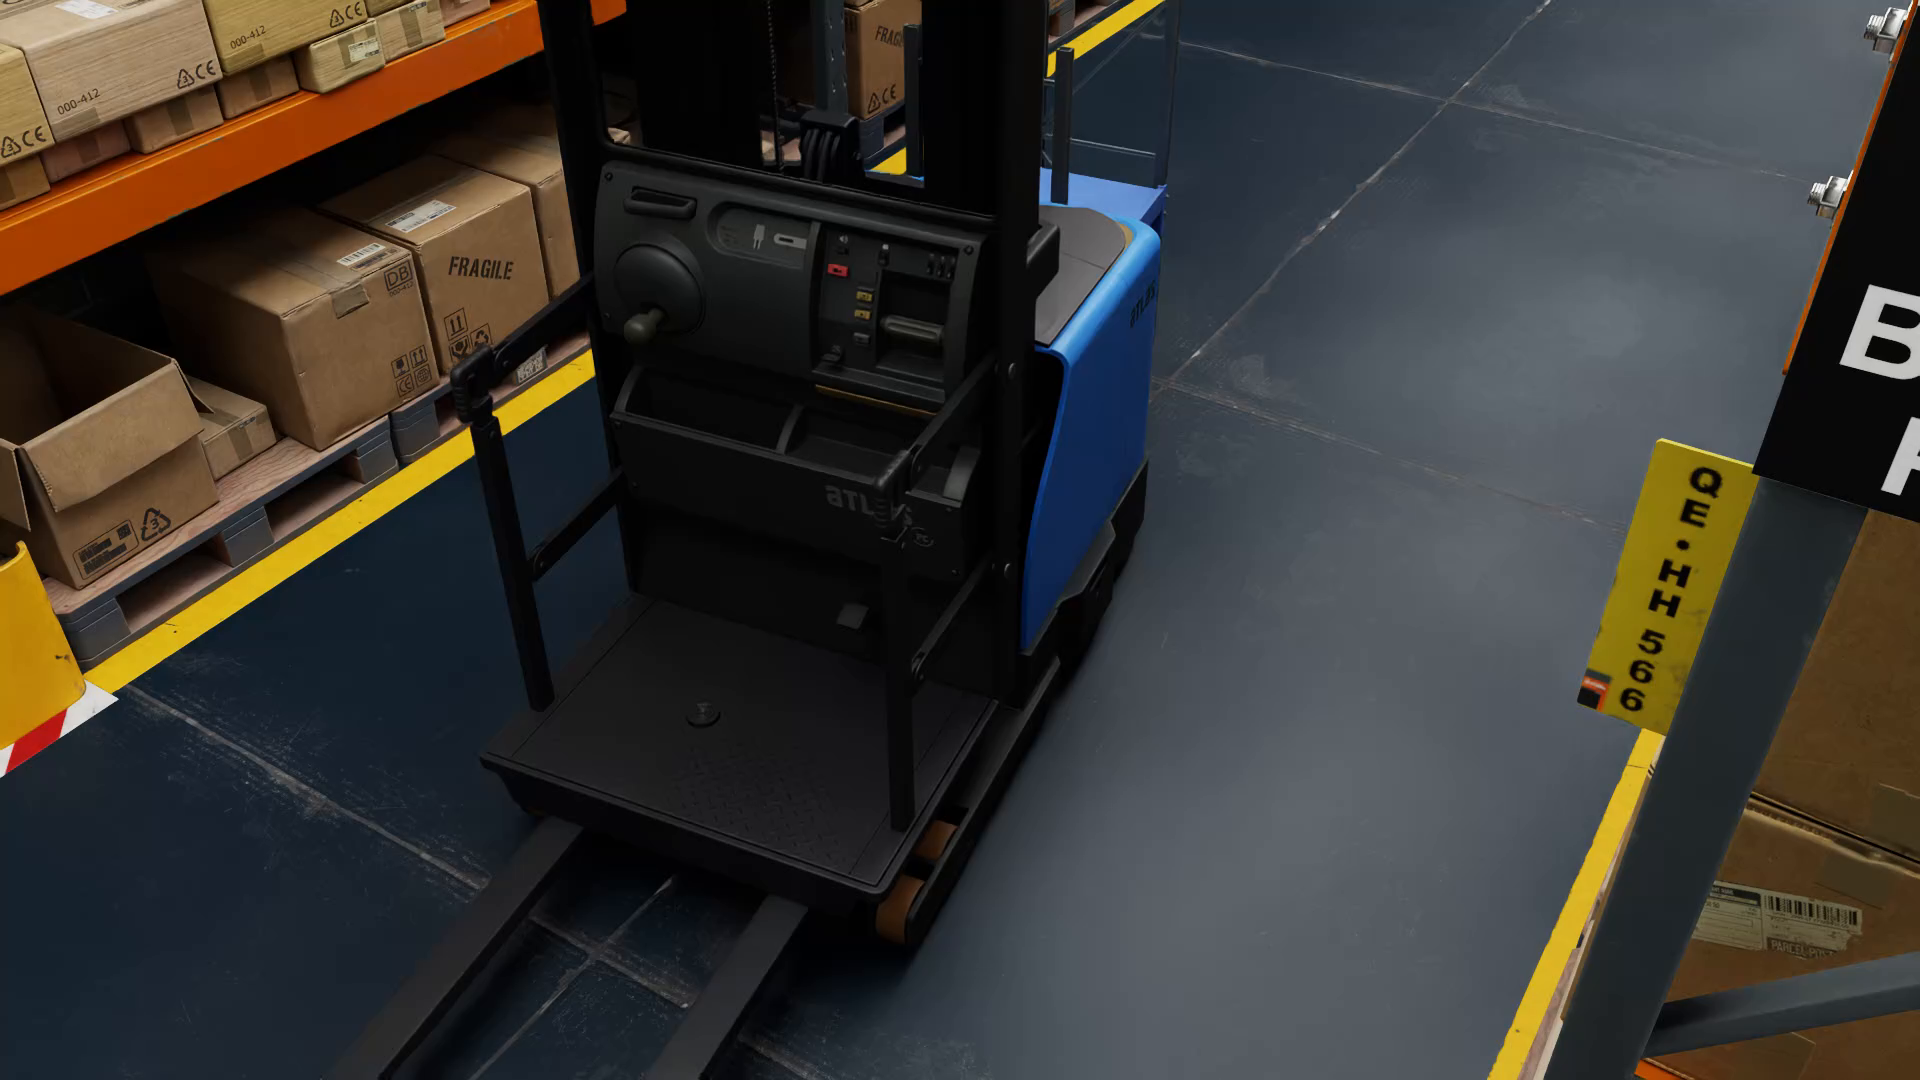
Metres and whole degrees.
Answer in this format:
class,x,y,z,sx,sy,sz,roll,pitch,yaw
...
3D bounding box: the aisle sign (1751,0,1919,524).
class,x,y,z,sx,sy,sz,roll,pitch,yaw
aisle sign,0.824,-0.304,1.058,0.394,0.787,0.004,21,42,25

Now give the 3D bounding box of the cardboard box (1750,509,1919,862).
class,x,y,z,sx,sy,sz,roll,pitch,yaw
cardboard box,1.181,0.028,1.856,0.500,0.500,0.500,23,43,27

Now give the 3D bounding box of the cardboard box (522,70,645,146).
class,x,y,z,sx,sy,sz,roll,pitch,yaw
cardboard box,-1.480,-1.732,6.898,0.500,0.311,0.500,23,43,27

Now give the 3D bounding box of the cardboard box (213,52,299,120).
class,x,y,z,sx,sy,sz,roll,pitch,yaw
cardboard box,-2.128,-1.354,4.755,0.380,0.149,0.250,22,43,26

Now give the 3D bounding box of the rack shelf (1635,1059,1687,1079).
class,x,y,z,sx,sy,sz,roll,pitch,yaw
rack shelf,2.196,0.044,3.325,1.077,0.370,4.000,21,42,25

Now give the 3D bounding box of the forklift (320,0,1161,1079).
class,x,y,z,sx,sy,sz,roll,pitch,yaw
forklift,-0.478,-0.495,3.491,1.130,2.935,3.031,15,40,19

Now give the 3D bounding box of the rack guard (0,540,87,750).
class,x,y,z,sx,sy,sz,roll,pitch,yaw
rack guard,-3.028,0.119,4.686,1.175,0.500,0.348,21,42,25

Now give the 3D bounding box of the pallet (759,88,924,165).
class,x,y,z,sx,sy,sz,roll,pitch,yaw
pallet,-0.522,-2.221,7.958,1.003,0.211,1.213,21,42,25

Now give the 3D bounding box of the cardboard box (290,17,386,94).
class,x,y,z,sx,sy,sz,roll,pitch,yaw
cardboard box,-1.929,-1.459,4.892,0.380,0.149,0.250,20,42,24

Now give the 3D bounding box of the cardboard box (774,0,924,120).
class,x,y,z,sx,sy,sz,roll,pitch,yaw
cardboard box,-0.477,-2.246,7.410,0.500,0.500,0.500,23,43,27

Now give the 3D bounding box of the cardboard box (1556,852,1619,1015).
class,x,y,z,sx,sy,sz,roll,pitch,yaw
cardboard box,1.876,0.791,3.521,0.875,0.438,0.875,22,43,26

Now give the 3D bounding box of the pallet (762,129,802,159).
class,x,y,z,sx,sy,sz,roll,pitch,yaw
pallet,-1.295,-1.435,6.939,1.003,0.211,1.213,21,42,25

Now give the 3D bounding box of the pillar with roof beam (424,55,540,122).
class,x,y,z,sx,sy,sz,roll,pitch,yaw
pillar with roof beam,1.575,-3.797,2.805,9.100,9.000,0.400,21,42,25

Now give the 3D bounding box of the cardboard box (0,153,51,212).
class,x,y,z,sx,sy,sz,roll,pitch,yaw
cardboard box,-2.564,-0.958,4.241,0.380,0.149,0.250,22,43,26

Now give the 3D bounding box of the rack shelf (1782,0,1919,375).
class,x,y,z,sx,sy,sz,roll,pitch,yaw
rack shelf,2.196,-1.144,2.409,1.077,0.370,4.000,21,42,25

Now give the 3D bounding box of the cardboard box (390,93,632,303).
class,x,y,z,sx,sy,sz,roll,pitch,yaw
cardboard box,-1.614,-1.255,6.125,0.700,0.500,0.500,20,42,23

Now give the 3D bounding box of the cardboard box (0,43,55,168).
class,x,y,z,sx,sy,sz,roll,pitch,yaw
cardboard box,-2.599,-1.036,4.016,0.500,0.250,0.500,21,42,25

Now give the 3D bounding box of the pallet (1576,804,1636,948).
class,x,y,z,sx,sy,sz,roll,pitch,yaw
pallet,2.141,0.830,4.000,1.003,0.211,1.213,21,42,25

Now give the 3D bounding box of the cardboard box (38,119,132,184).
class,x,y,z,sx,sy,sz,roll,pitch,yaw
cardboard box,-2.453,-1.105,4.432,0.380,0.149,0.250,21,42,25

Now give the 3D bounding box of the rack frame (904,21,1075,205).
class,x,y,z,sx,sy,sz,roll,pitch,yaw
rack frame,0.078,-0.800,5.059,0.500,1.500,0.032,15,40,19

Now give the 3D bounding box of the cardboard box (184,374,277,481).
class,x,y,z,sx,sy,sz,roll,pitch,yaw
cardboard box,-2.401,-0.359,5.250,0.380,0.149,0.250,19,42,23

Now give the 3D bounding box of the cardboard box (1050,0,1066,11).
class,x,y,z,sx,sy,sz,roll,pitch,yaw
cardboard box,0.354,-3.045,8.446,0.500,0.500,0.500,20,42,24

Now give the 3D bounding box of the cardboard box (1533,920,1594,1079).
class,x,y,z,sx,sy,sz,roll,pitch,yaw
cardboard box,1.393,1.266,2.906,0.875,0.438,0.875,20,42,24

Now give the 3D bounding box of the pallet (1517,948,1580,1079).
class,x,y,z,sx,sy,sz,roll,pitch,yaw
pallet,1.486,1.457,3.187,1.003,0.211,1.213,21,42,25

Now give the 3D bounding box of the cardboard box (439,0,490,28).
class,x,y,z,sx,sy,sz,roll,pitch,yaw
cardboard box,-1.725,-1.757,5.279,0.380,0.149,0.250,21,42,25

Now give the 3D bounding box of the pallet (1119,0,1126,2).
class,x,y,z,sx,sy,sz,roll,pitch,yaw
pallet,0.785,-3.479,9.590,1.003,0.211,1.213,21,42,25

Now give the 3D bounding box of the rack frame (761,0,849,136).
class,x,y,z,sx,sy,sz,roll,pitch,yaw
rack frame,-0.926,-2.893,6.547,1.000,3.000,0.127,21,42,25

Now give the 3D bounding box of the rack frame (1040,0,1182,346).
class,x,y,z,sx,sy,sz,roll,pitch,yaw
rack frame,0.485,-1.369,5.797,0.500,1.500,0.032,15,40,19

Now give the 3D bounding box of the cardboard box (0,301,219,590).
class,x,y,z,sx,sy,sz,roll,pitch,yaw
cardboard box,-2.661,-0.293,4.874,0.797,0.503,0.637,19,42,23

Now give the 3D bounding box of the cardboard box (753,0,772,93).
class,x,y,z,sx,sy,sz,roll,pitch,yaw
cardboard box,-0.913,-2.420,7.635,0.500,0.500,0.500,21,42,25

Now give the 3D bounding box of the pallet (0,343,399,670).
class,x,y,z,sx,sy,sz,roll,pitch,yaw
pallet,-2.602,-0.177,5.307,1.003,0.211,1.213,21,42,25

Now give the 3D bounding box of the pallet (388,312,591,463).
class,x,y,z,sx,sy,sz,roll,pitch,yaw
pallet,-1.948,-0.804,6.120,1.003,0.211,1.213,21,42,25

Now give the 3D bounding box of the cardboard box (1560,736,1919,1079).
class,x,y,z,sx,sy,sz,roll,pitch,yaw
cardboard box,1.159,0.415,2.172,0.500,0.500,0.500,21,42,25

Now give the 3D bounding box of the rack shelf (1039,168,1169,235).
class,x,y,z,sx,sy,sz,roll,pitch,yaw
rack shelf,0.282,-0.942,5.538,0.538,0.185,1.000,15,40,19

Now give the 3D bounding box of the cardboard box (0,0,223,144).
class,x,y,z,sx,sy,sz,roll,pitch,yaw
cardboard box,-2.329,-1.296,4.353,0.500,0.250,0.500,22,43,26

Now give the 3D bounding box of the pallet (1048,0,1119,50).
class,x,y,z,sx,sy,sz,roll,pitch,yaw
pallet,0.131,-2.852,8.777,1.003,0.211,1.213,21,42,25

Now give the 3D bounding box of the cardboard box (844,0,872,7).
class,x,y,z,sx,sy,sz,roll,pitch,yaw
cardboard box,-0.509,-2.425,7.110,0.380,0.149,0.250,23,43,27

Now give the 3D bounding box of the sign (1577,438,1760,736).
class,x,y,z,sx,sy,sz,roll,pitch,yaw
sign,0.673,0.053,1.582,0.100,0.325,0.005,21,42,25

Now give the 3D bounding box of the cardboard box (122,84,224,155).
class,x,y,z,sx,sy,sz,roll,pitch,yaw
cardboard box,-2.266,-1.215,4.575,0.380,0.149,0.250,23,43,26

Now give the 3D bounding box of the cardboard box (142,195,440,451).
class,x,y,z,sx,sy,sz,roll,pitch,yaw
cardboard box,-2.171,-0.720,5.431,0.700,0.500,0.500,23,43,27

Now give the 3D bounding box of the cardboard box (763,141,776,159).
class,x,y,z,sx,sy,sz,roll,pitch,yaw
cardboard box,-0.977,-1.547,6.792,0.380,0.149,0.250,20,42,24

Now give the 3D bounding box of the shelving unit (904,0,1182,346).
class,x,y,z,sx,sy,sz,roll,pitch,yaw
shelving unit,0.282,-1.084,5.428,0.538,1.500,1.048,15,40,19

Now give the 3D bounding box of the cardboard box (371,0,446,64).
class,x,y,z,sx,sy,sz,roll,pitch,yaw
cardboard box,-1.805,-1.602,5.077,0.380,0.149,0.250,22,43,26

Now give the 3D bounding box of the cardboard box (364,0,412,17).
class,x,y,z,sx,sy,sz,roll,pitch,yaw
cardboard box,-1.804,-1.829,5.044,0.500,0.250,0.500,20,42,24

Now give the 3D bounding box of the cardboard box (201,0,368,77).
class,x,y,z,sx,sy,sz,roll,pitch,yaw
cardboard box,-2.060,-1.558,4.693,0.500,0.250,0.500,20,42,24

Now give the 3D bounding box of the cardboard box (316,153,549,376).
class,x,y,z,sx,sy,sz,roll,pitch,yaw
cardboard box,-1.803,-0.960,5.742,0.500,0.500,0.500,22,43,26
